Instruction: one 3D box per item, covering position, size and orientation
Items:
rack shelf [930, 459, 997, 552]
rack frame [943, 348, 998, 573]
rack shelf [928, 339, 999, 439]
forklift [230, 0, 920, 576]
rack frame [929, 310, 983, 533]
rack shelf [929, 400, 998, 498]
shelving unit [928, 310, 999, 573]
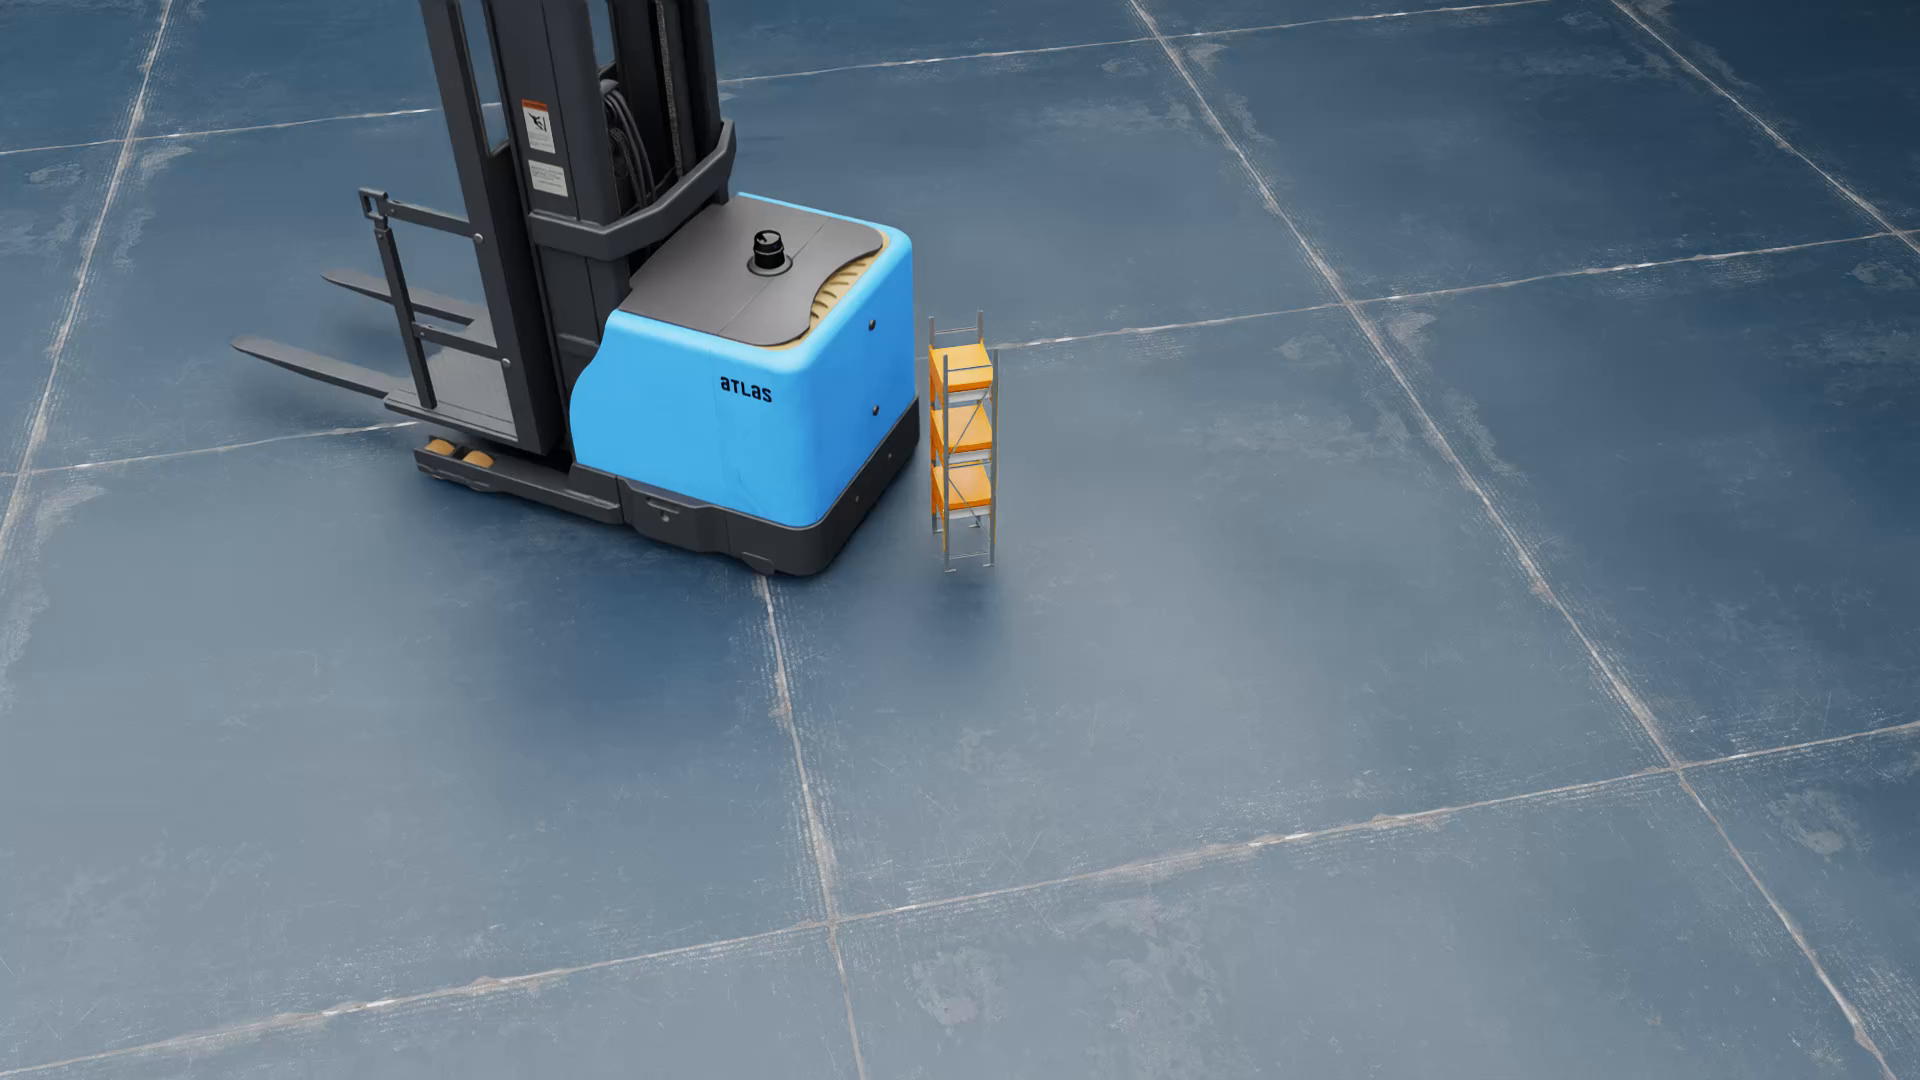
[{"bbox_3d":[0.012,-0.142,6.554,0.215,0.259,0.240,-8,42,-9],"label":"rack shelf"},{"bbox_3d":[0.038,-0.279,6.273,0.200,1.050,0.008,-8,42,-9],"label":"rack frame"},{"bbox_3d":[0.012,-0.562,6.181,0.215,0.259,0.240,-8,42,-9],"label":"rack shelf"},{"bbox_3d":[-1.736,-1.605,6.350,3.031,2.935,1.130,16,44,18],"label":"forklift"},{"bbox_3d":[-0.015,-0.437,6.451,0.200,1.050,0.008,-8,42,-9],"label":"rack frame"},{"bbox_3d":[0.012,-0.350,6.369,0.215,0.259,0.240,-8,42,-9],"label":"rack shelf"},{"bbox_3d":[0.012,-0.358,6.362,0.215,1.050,0.252,-8,42,-9],"label":"shelving unit"}]
